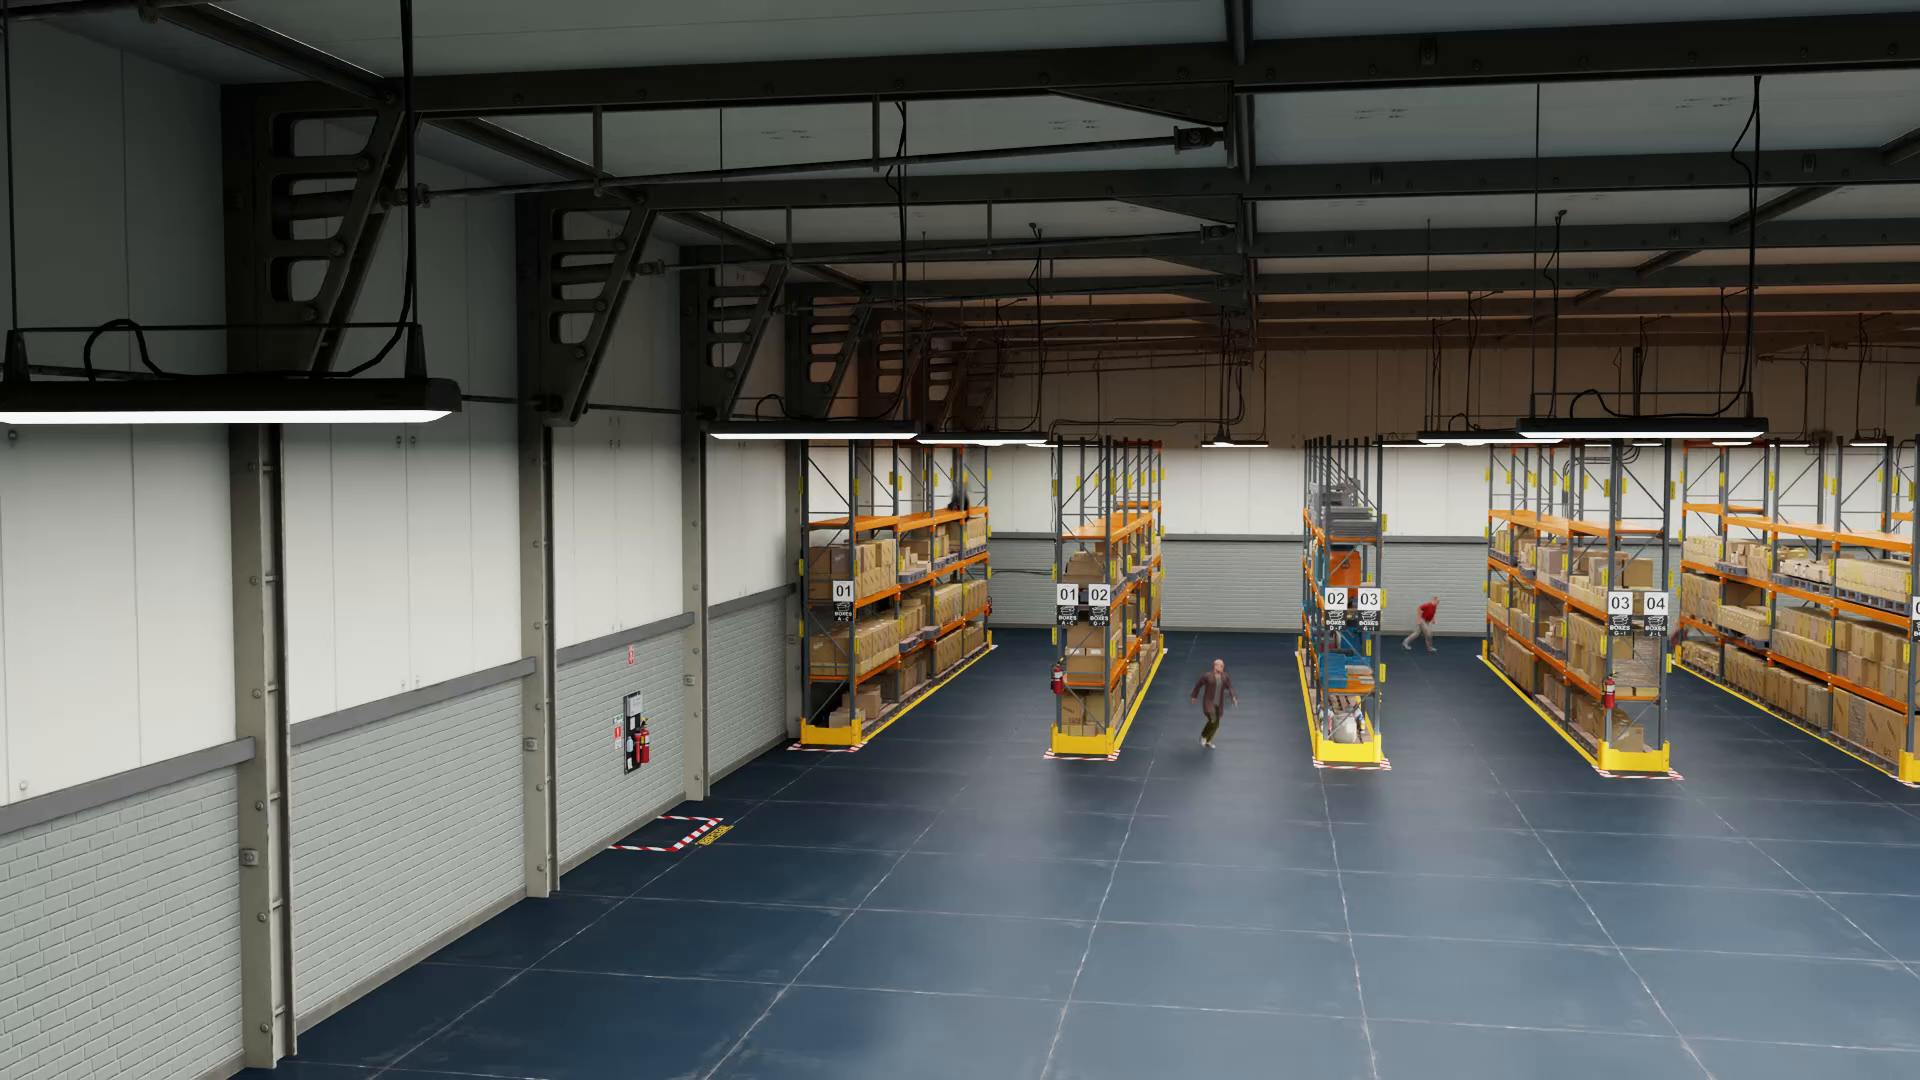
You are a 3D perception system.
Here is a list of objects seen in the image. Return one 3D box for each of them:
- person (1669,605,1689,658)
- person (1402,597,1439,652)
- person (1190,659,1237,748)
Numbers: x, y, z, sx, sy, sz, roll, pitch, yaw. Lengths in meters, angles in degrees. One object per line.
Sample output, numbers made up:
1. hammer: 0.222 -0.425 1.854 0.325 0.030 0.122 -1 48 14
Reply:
1. person: 19.781 2.489 45.502 0.637 1.575 0.605 0 3 1
2. person: 13.112 2.371 47.287 1.050 1.568 0.683 3 4 41
3. person: 4.876 3.131 31.693 0.705 1.730 0.816 -1 3 -23
